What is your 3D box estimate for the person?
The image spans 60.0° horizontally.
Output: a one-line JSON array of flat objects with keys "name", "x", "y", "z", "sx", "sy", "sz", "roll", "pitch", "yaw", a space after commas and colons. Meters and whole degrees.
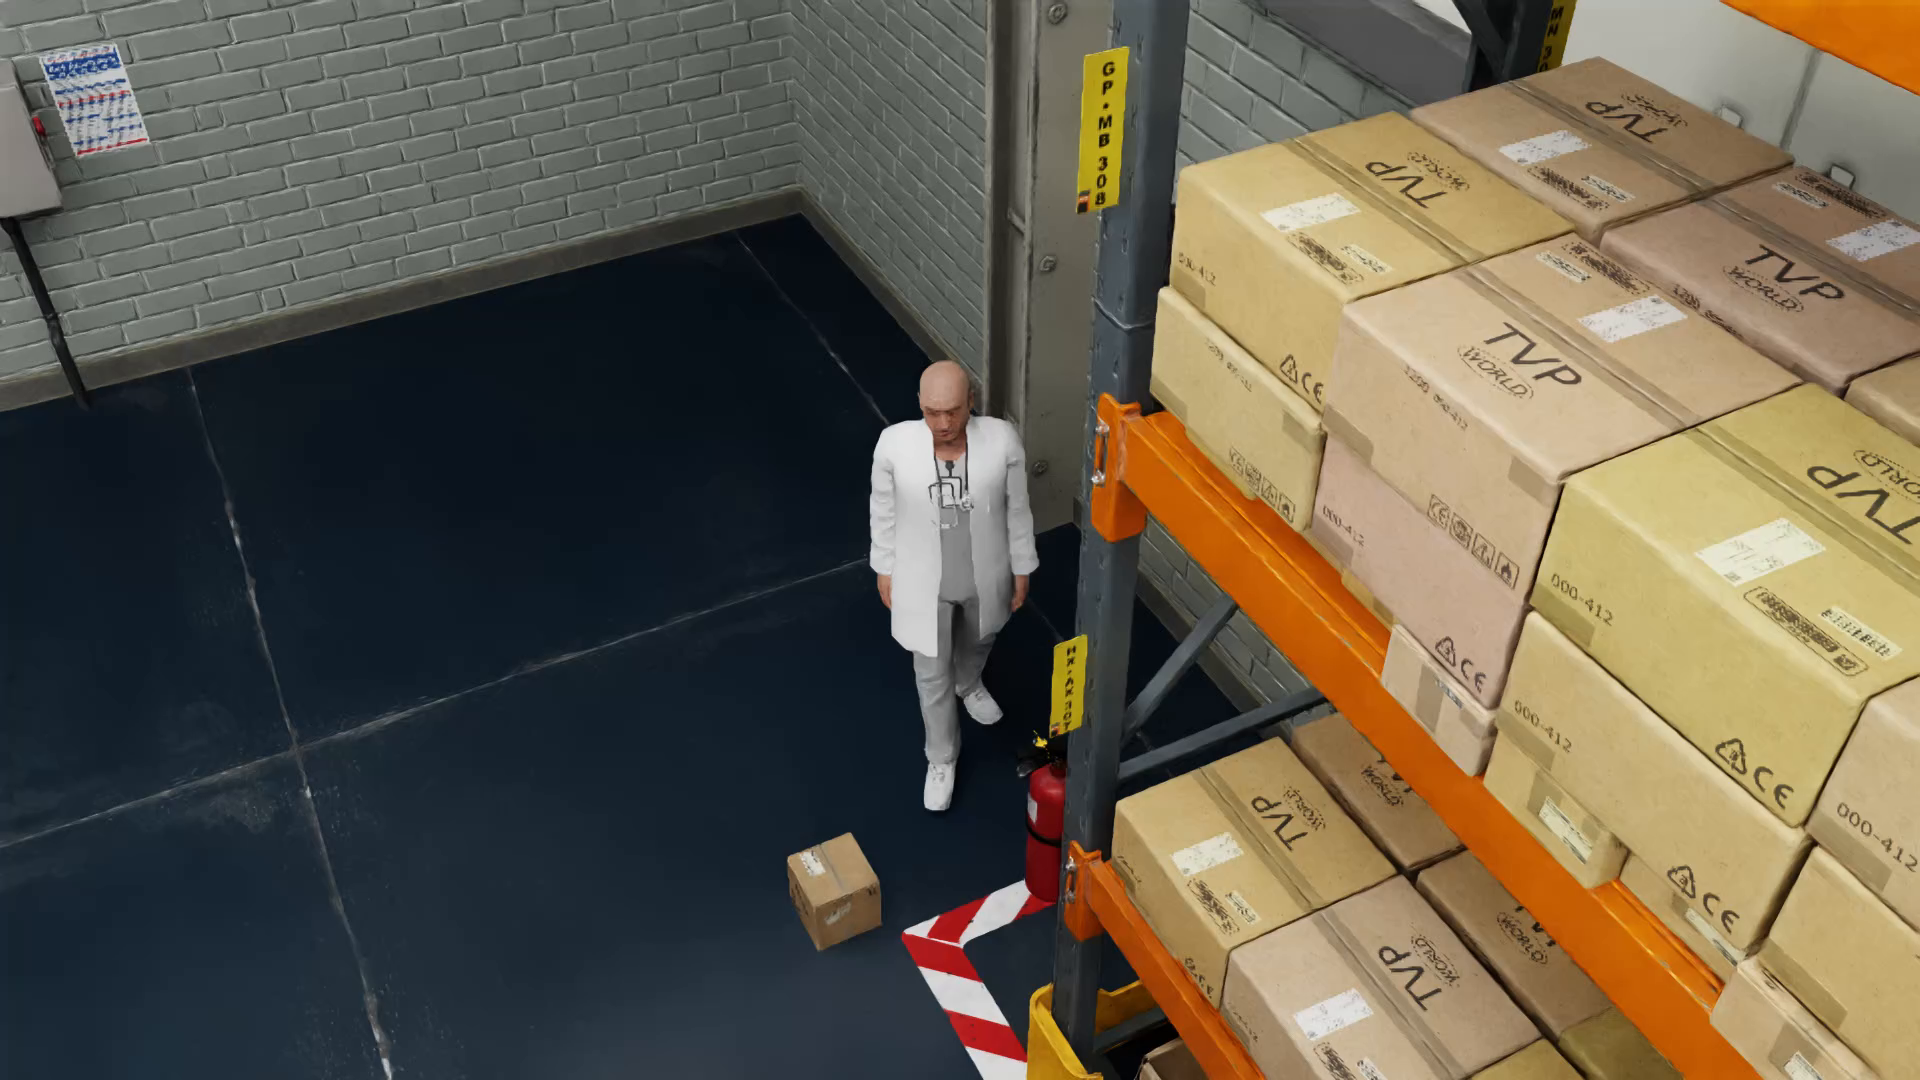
[{"name": "person", "x": -0.013, "y": 0.126, "z": 6.010, "sx": 0.605, "sy": 1.775, "sz": 0.751, "roll": -6, "pitch": 41, "yaw": -7}]
